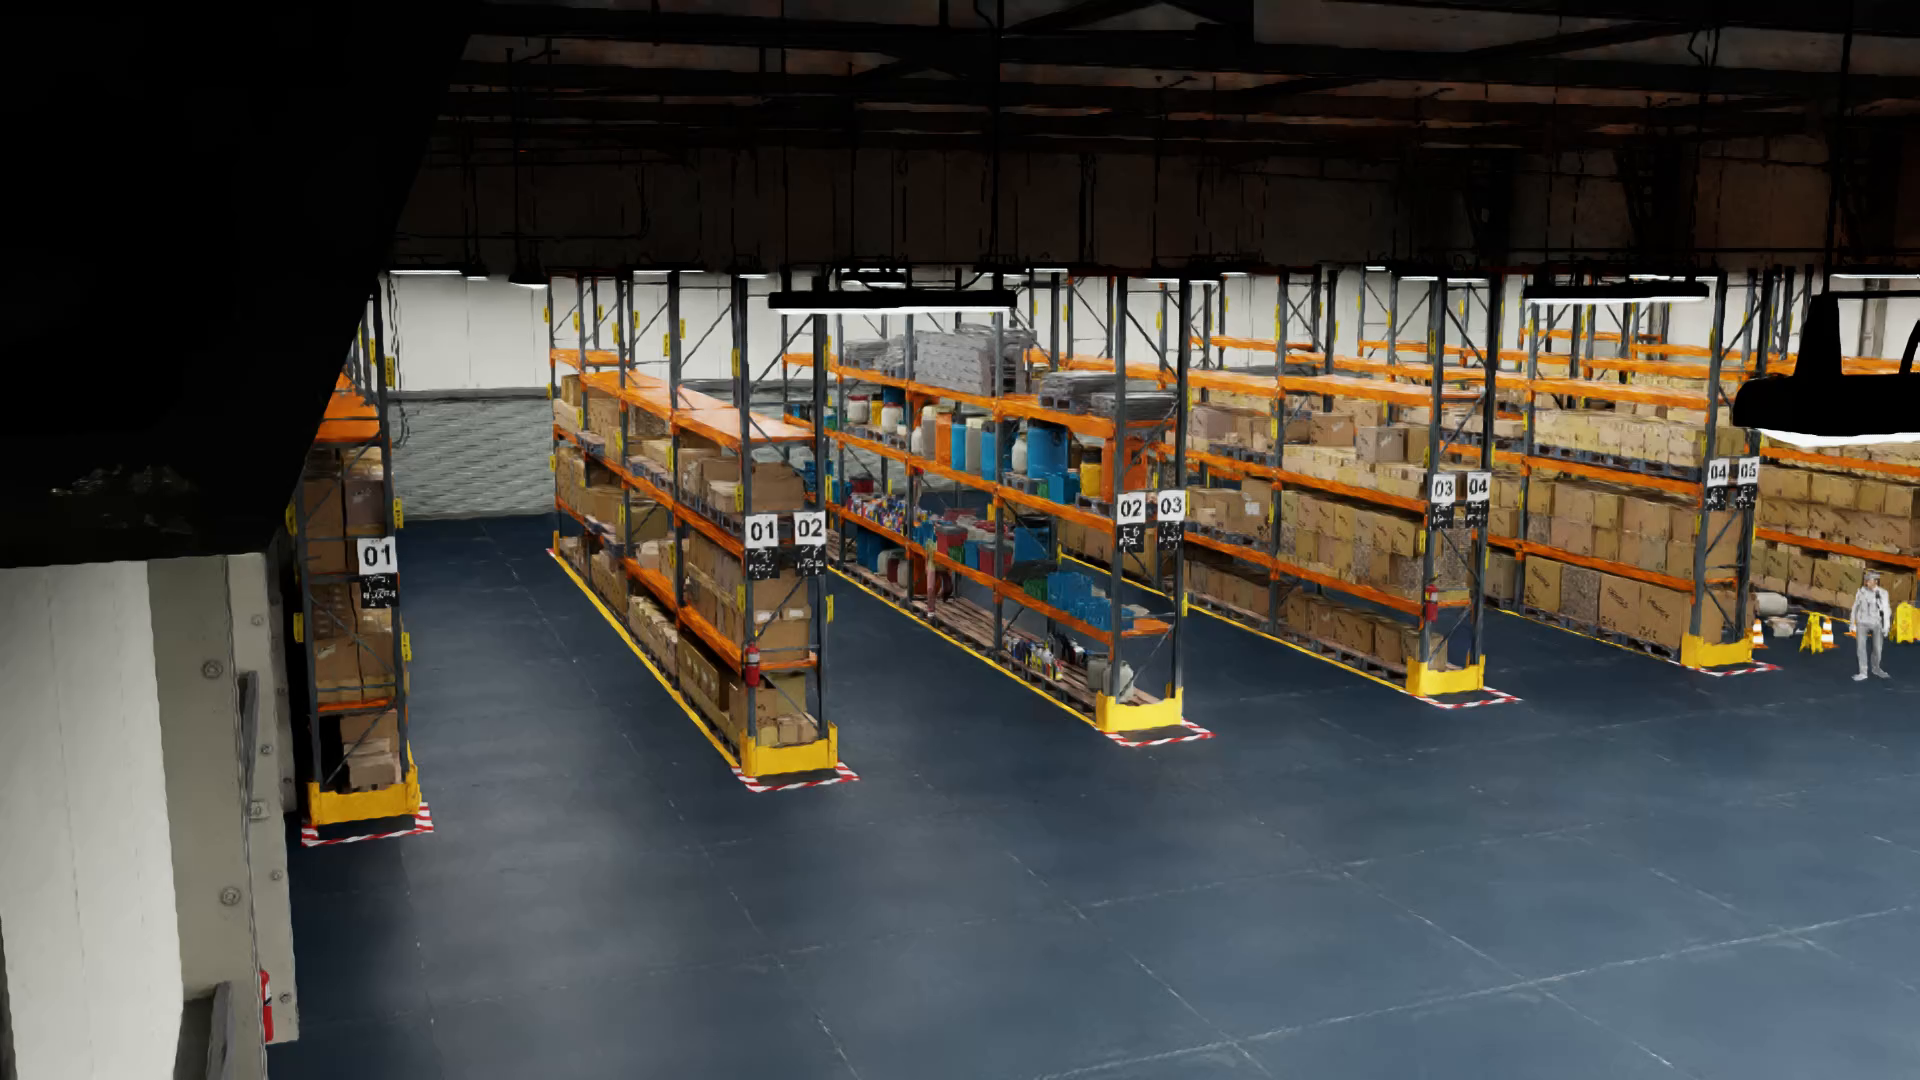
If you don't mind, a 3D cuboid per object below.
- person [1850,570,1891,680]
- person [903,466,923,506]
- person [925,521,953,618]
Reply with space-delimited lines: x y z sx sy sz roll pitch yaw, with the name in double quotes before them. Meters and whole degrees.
"person" 13.573 1.247 24.756 0.572 1.668 0.514 8 13 39
"person" -1.178 -1.451 40.015 0.505 1.722 0.718 4 11 24
"person" -0.359 0.474 28.347 0.488 1.631 0.956 0 10 0
